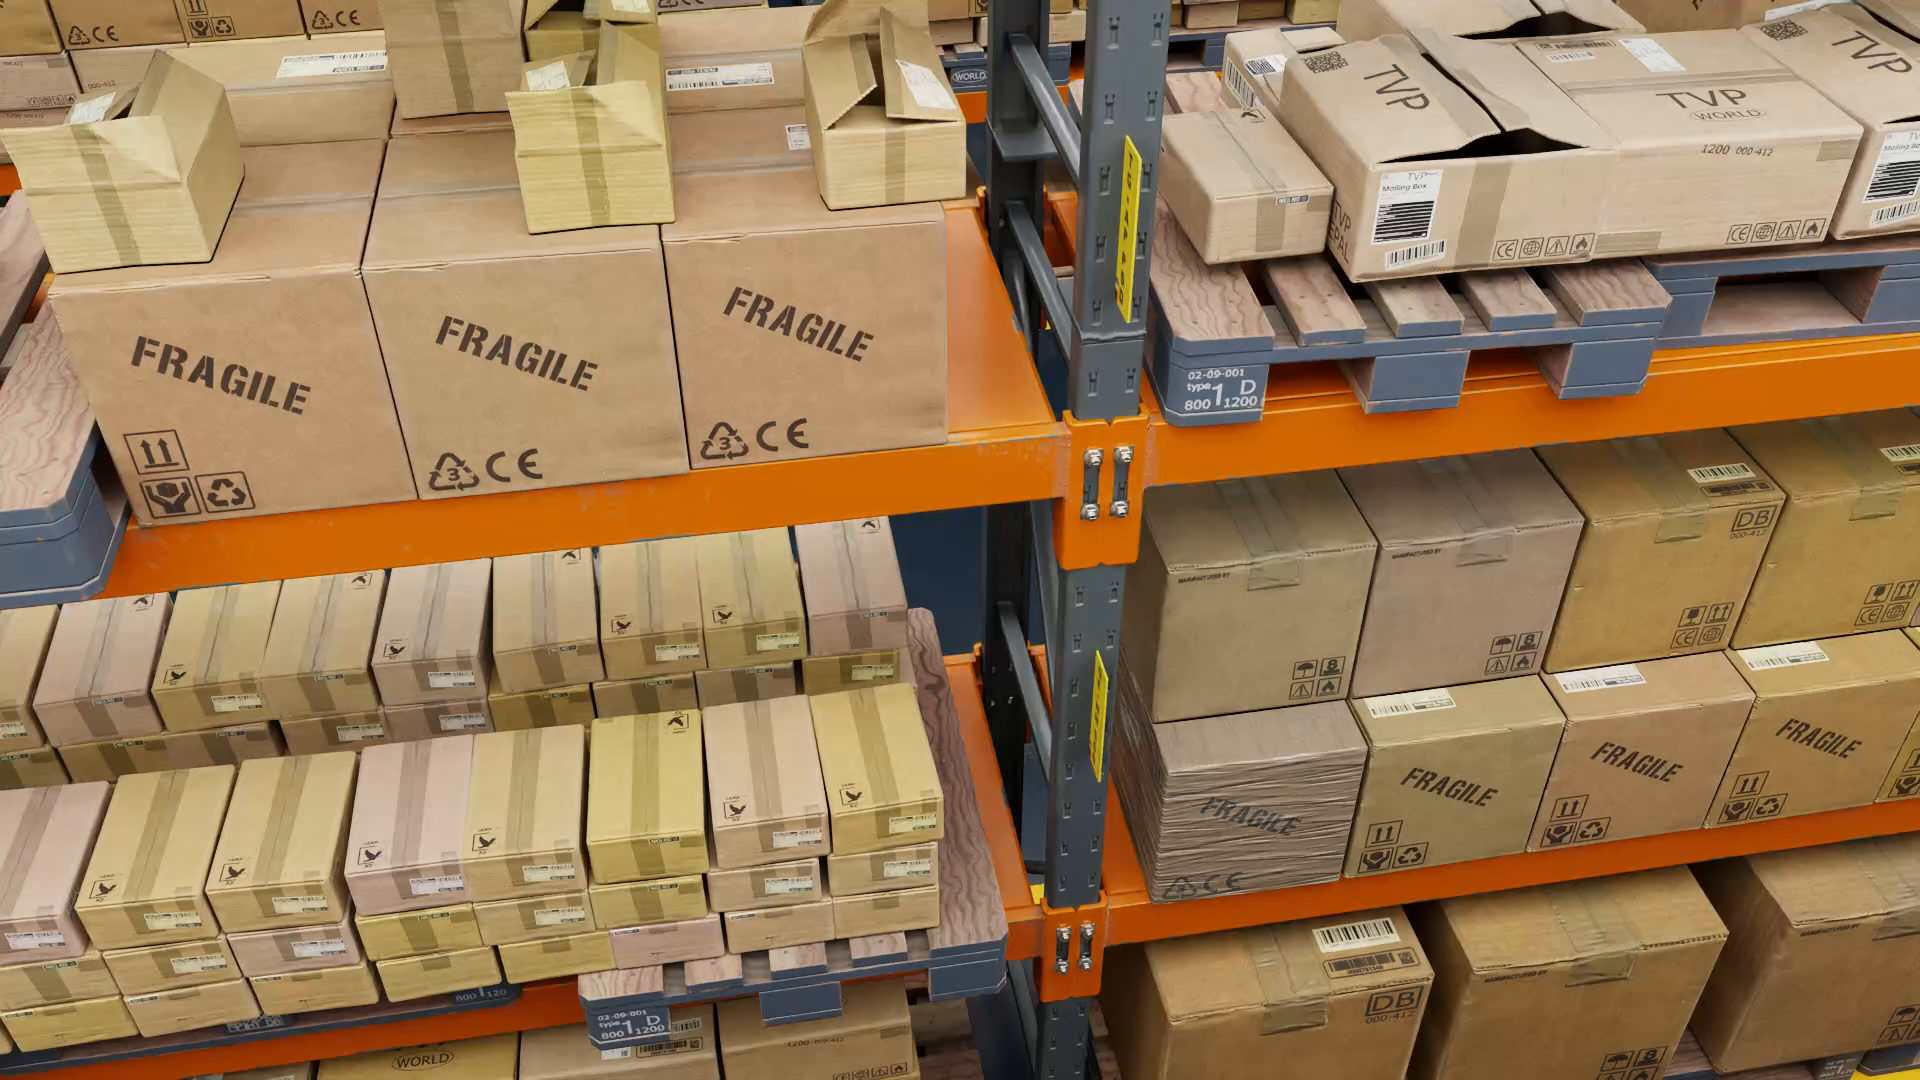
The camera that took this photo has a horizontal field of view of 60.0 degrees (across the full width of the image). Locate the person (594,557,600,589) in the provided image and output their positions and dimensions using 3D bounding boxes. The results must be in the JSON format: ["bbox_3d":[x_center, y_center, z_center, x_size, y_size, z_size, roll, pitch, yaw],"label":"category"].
[{"bbox_3d":[-0.949,0.423,6.135,0.845,1.034,0.493,-6,39,-8],"label":"person"}]
